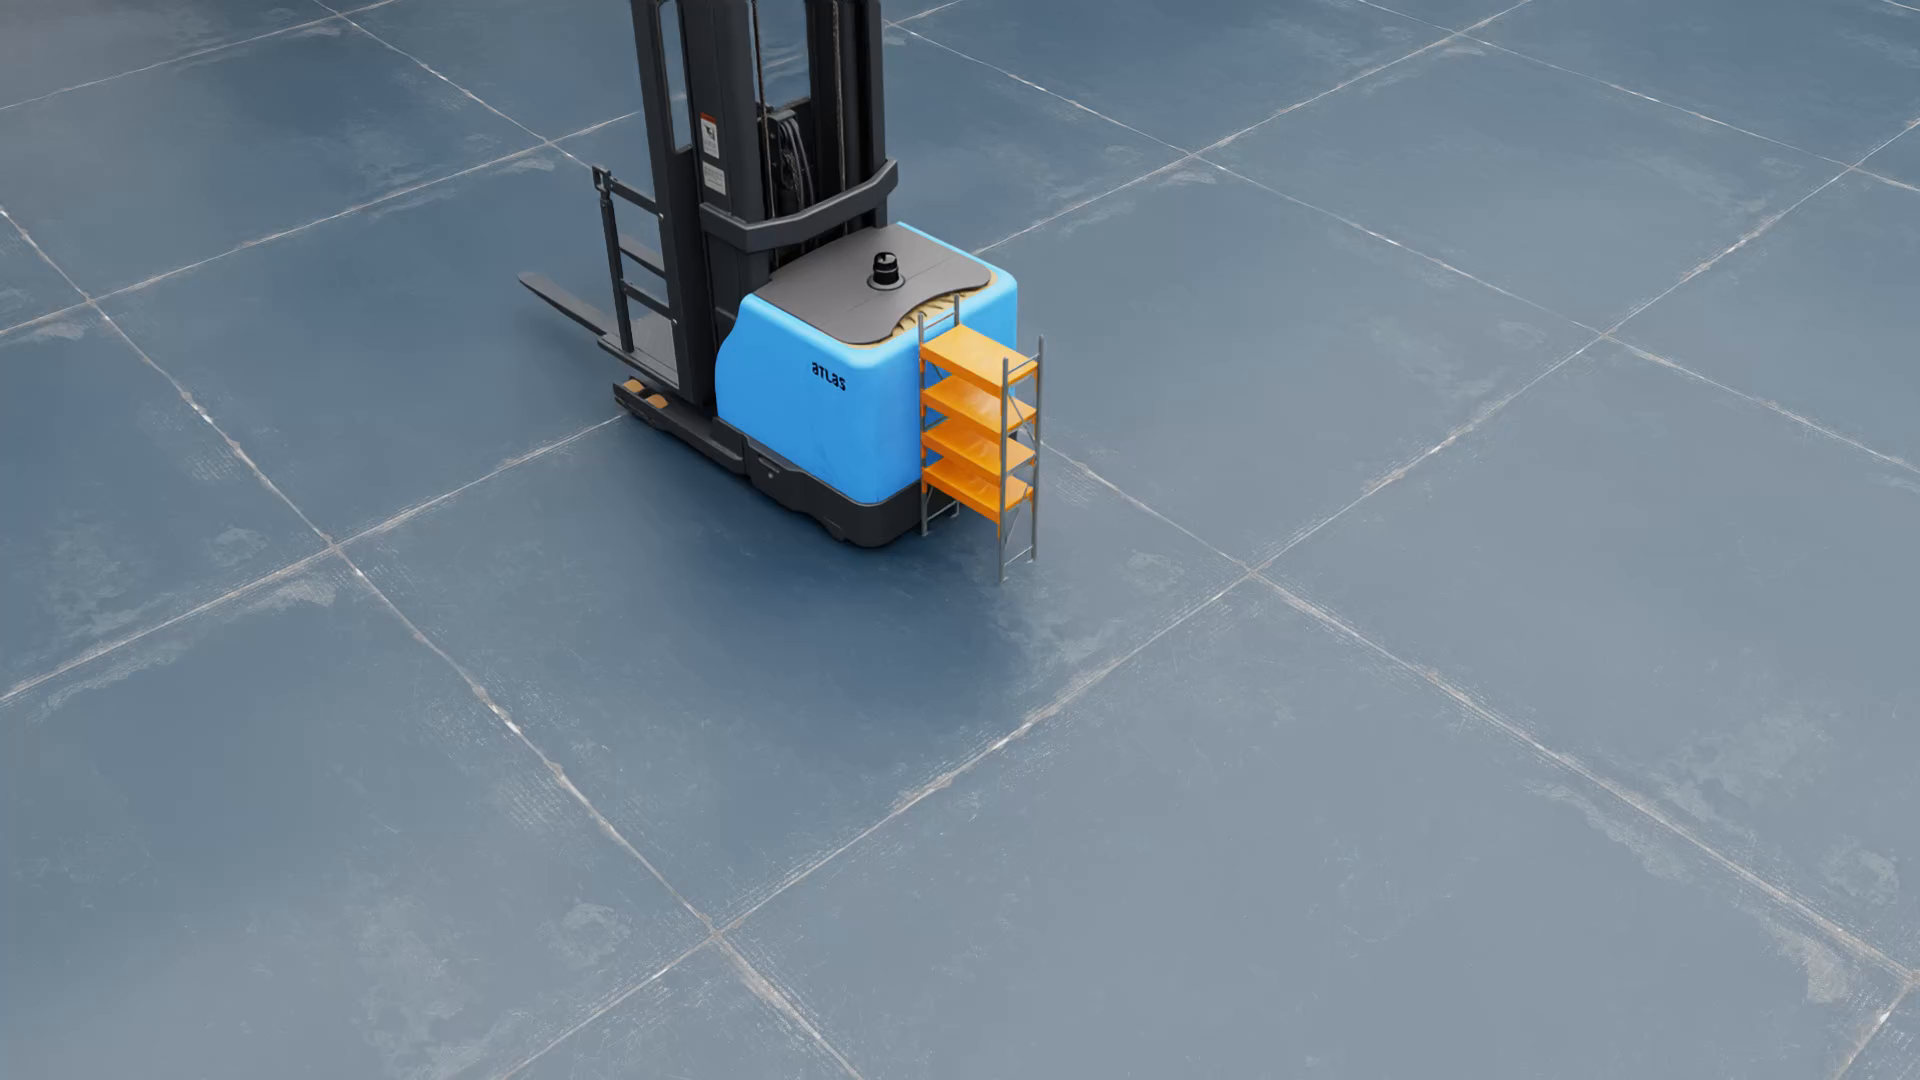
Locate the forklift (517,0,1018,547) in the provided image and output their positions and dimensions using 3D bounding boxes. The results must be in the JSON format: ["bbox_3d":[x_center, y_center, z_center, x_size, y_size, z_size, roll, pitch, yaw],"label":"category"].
[{"bbox_3d":[-1.133,-1.921,7.796,3.031,2.935,1.130,31,48,33],"label":"forklift"}]

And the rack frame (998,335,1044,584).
[{"bbox_3d":[0.261,-0.324,7.197,0.015,1.200,0.240,31,48,33],"label":"rack frame"}]

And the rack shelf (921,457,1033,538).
[{"bbox_3d":[0.086,-0.224,7.496,0.480,0.148,0.258,31,48,33],"label":"rack shelf"}]

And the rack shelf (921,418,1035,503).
[{"bbox_3d":[0.086,-0.378,7.371,0.480,0.148,0.258,31,48,33],"label":"rack shelf"}]

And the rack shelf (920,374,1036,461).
[{"bbox_3d":[0.086,-0.553,7.230,0.480,0.148,0.258,31,48,33],"label":"rack shelf"}]

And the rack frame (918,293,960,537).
[{"bbox_3d":[-0.090,-0.537,7.460,0.015,1.200,0.240,31,48,33],"label":"rack frame"}]

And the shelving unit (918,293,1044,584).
[{"bbox_3d":[0.086,-0.431,7.328,0.503,1.200,0.258,31,48,33],"label":"shelving unit"}]

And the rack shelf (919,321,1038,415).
[{"bbox_3d":[0.086,-0.737,7.082,0.480,0.148,0.258,31,48,33],"label":"rack shelf"}]
